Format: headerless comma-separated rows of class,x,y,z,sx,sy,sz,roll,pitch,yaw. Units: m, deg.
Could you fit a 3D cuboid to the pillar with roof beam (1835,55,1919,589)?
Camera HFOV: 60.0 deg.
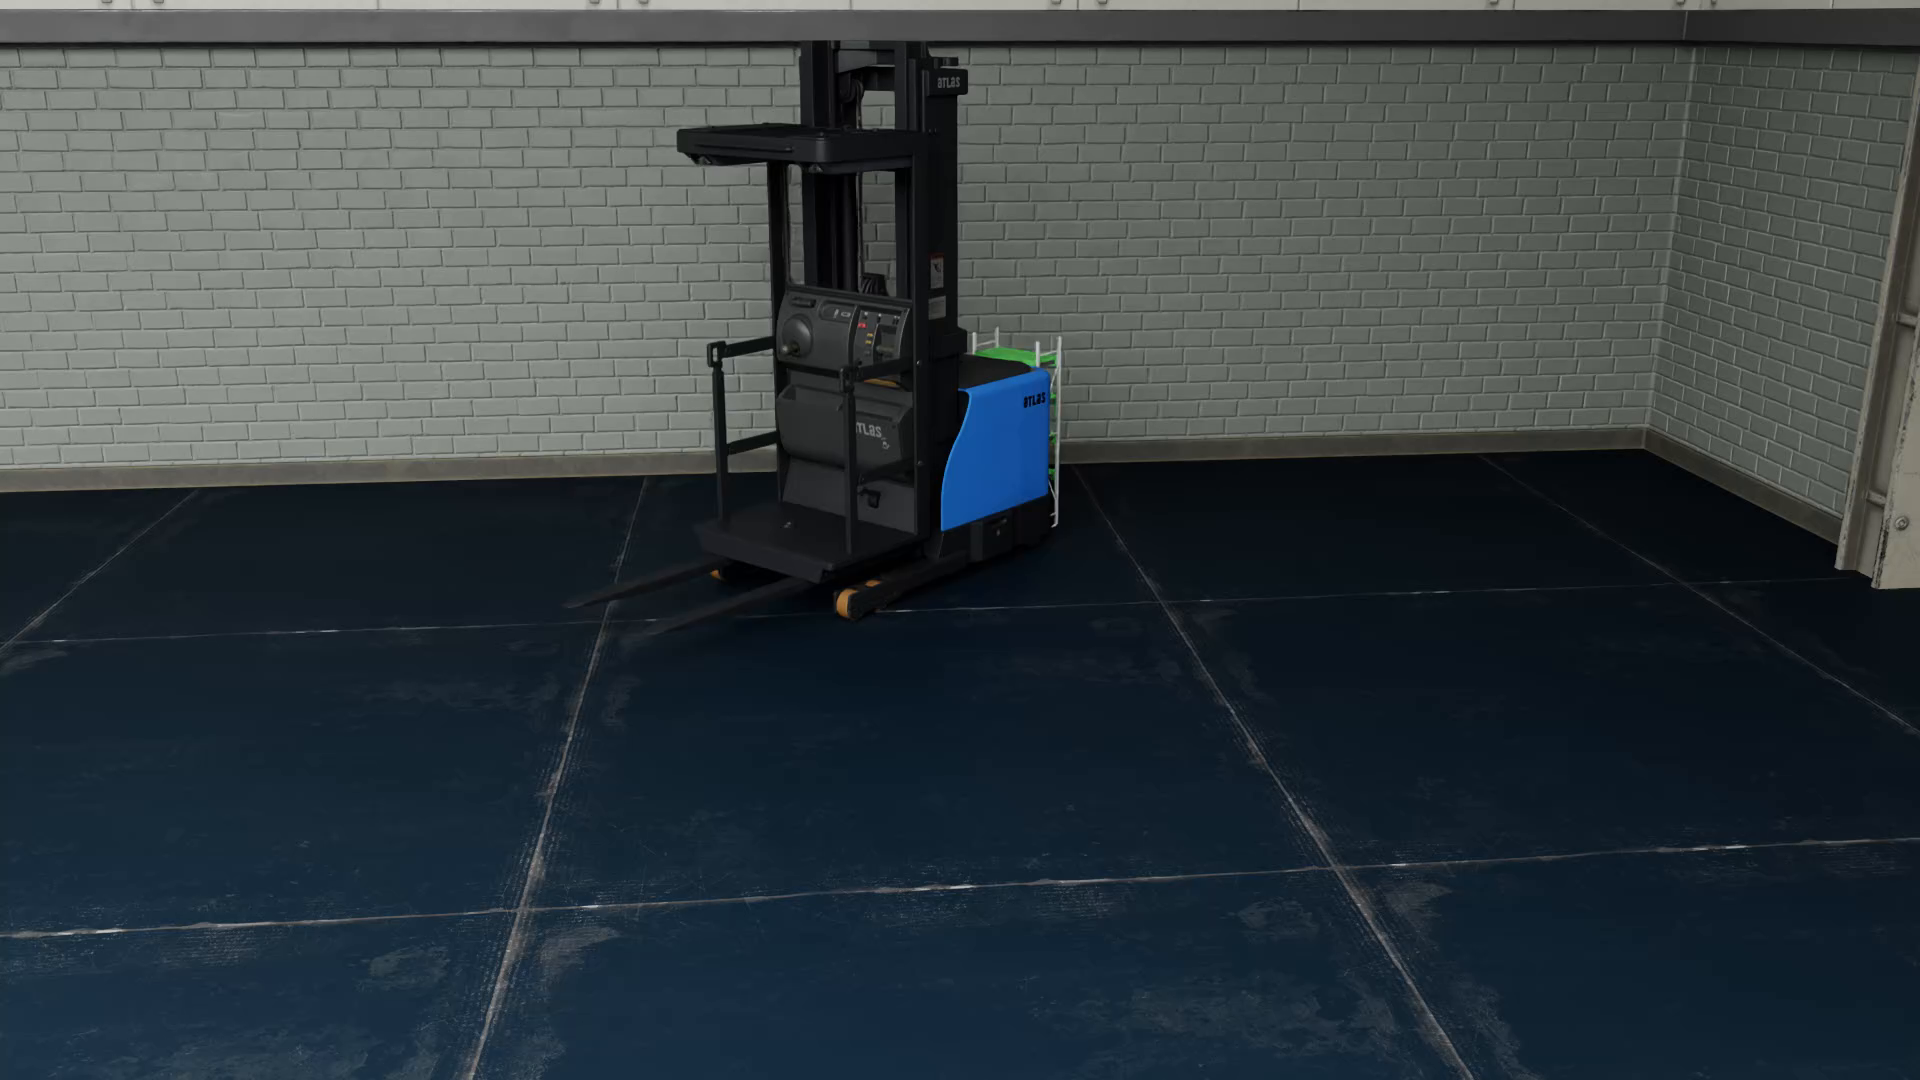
pillar with roof beam,0.979,-3.950,7.736,9.100,9.000,0.400,-2,18,-6

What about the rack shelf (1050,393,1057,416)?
rack shelf,0.347,-0.853,10.301,0.480,0.148,0.258,14,22,38

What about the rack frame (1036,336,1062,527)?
rack frame,0.535,-0.638,10.204,0.015,1.200,0.240,14,22,38

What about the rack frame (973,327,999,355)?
rack frame,0.159,-0.731,10.502,0.015,1.200,0.240,14,22,38

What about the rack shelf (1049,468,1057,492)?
rack shelf,0.346,-0.394,10.443,0.480,0.148,0.258,14,22,38

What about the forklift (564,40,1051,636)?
forklift,-0.778,-1.142,8.922,1.130,2.935,3.031,14,22,38

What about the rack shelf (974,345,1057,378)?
rack shelf,0.348,-1.082,10.230,0.480,0.148,0.258,14,22,38

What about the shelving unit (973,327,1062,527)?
shelving unit,0.347,-0.685,10.353,0.503,1.200,0.258,14,22,38

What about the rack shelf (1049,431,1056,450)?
rack shelf,0.347,-0.624,10.372,0.480,0.148,0.258,14,22,38
